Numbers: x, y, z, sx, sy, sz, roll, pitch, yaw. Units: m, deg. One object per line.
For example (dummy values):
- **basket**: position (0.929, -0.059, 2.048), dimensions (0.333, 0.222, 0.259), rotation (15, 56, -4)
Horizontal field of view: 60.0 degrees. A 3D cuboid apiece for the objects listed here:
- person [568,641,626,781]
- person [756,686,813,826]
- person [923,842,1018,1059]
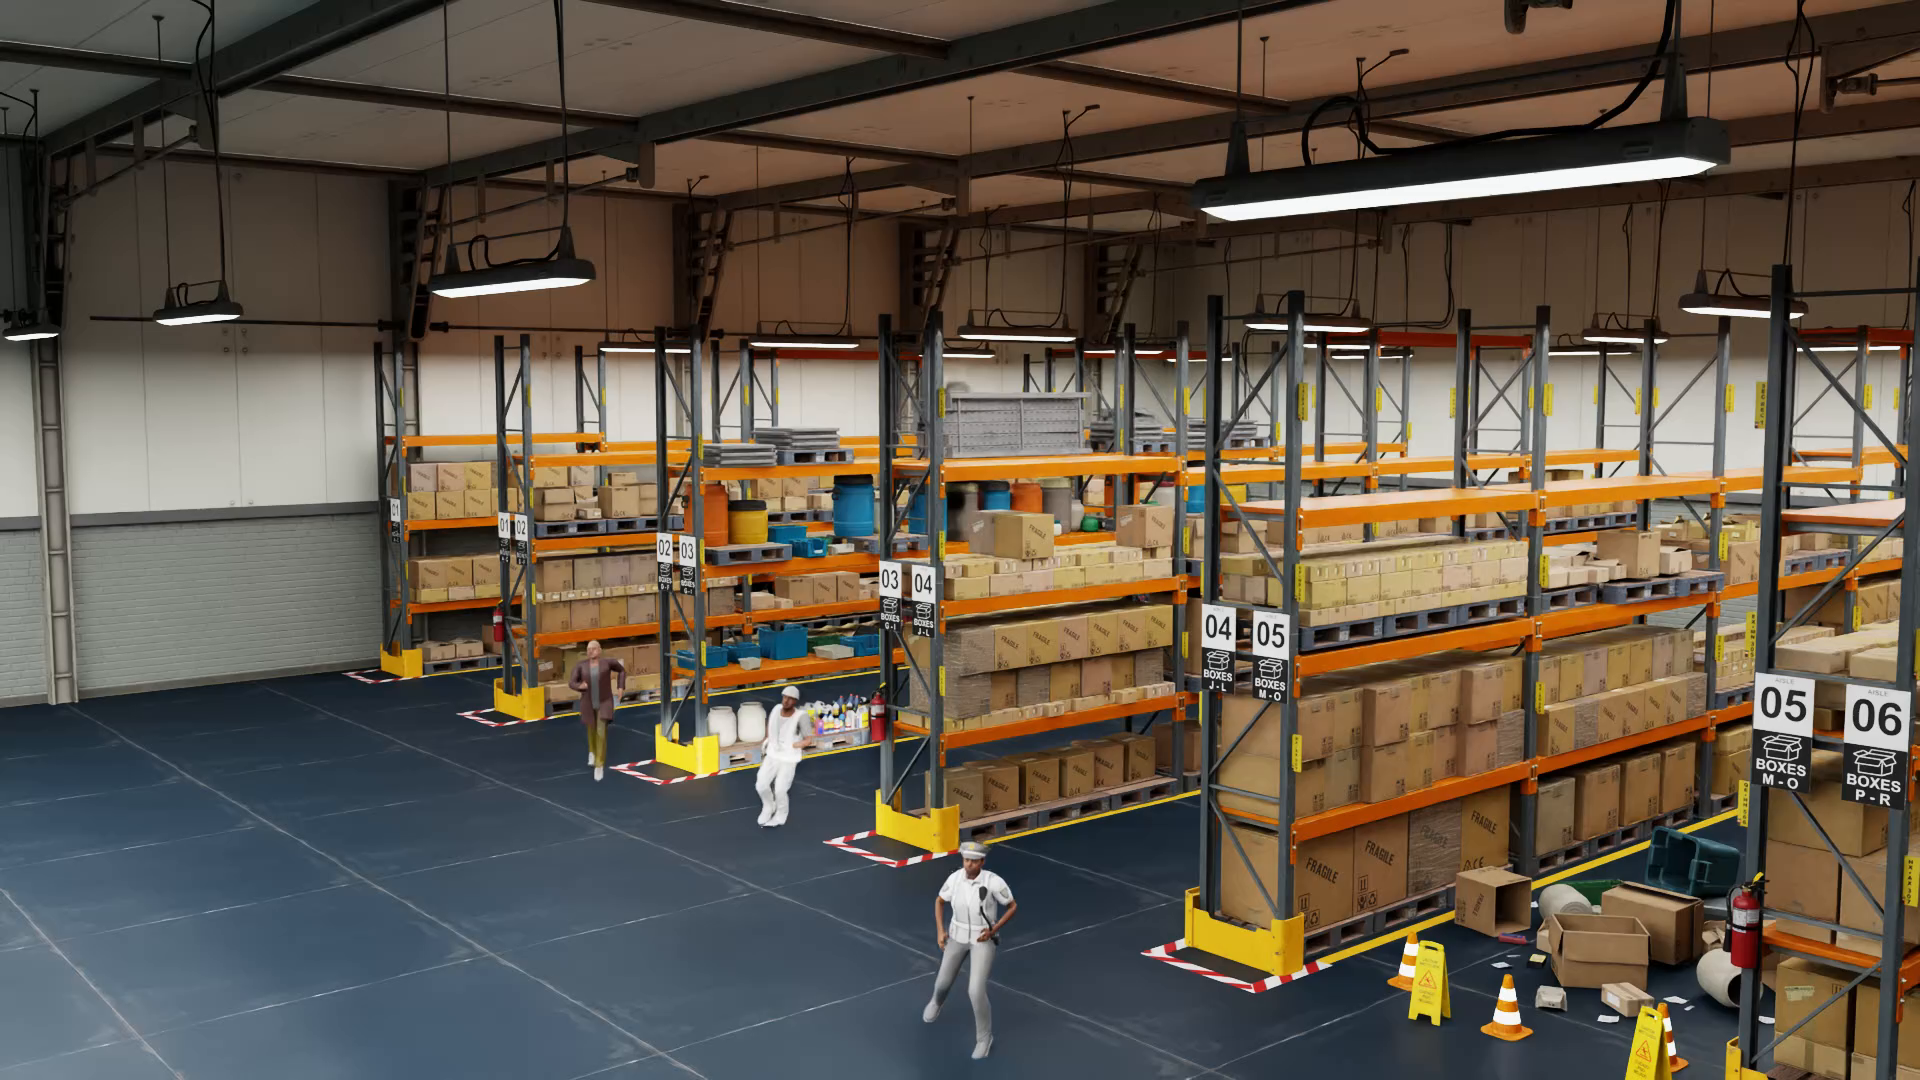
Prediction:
- **person**: position (-4.866, 2.339, 22.381), dimensions (0.728, 1.639, 1.001), rotation (0, 5, -1)
- **person**: position (-2.053, 2.543, 19.400), dimensions (0.708, 1.697, 0.595), rotation (2, 6, 21)
- **person**: position (0.053, 3.172, 13.140), dimensions (0.809, 1.695, 0.671), rotation (1, 5, 15)
